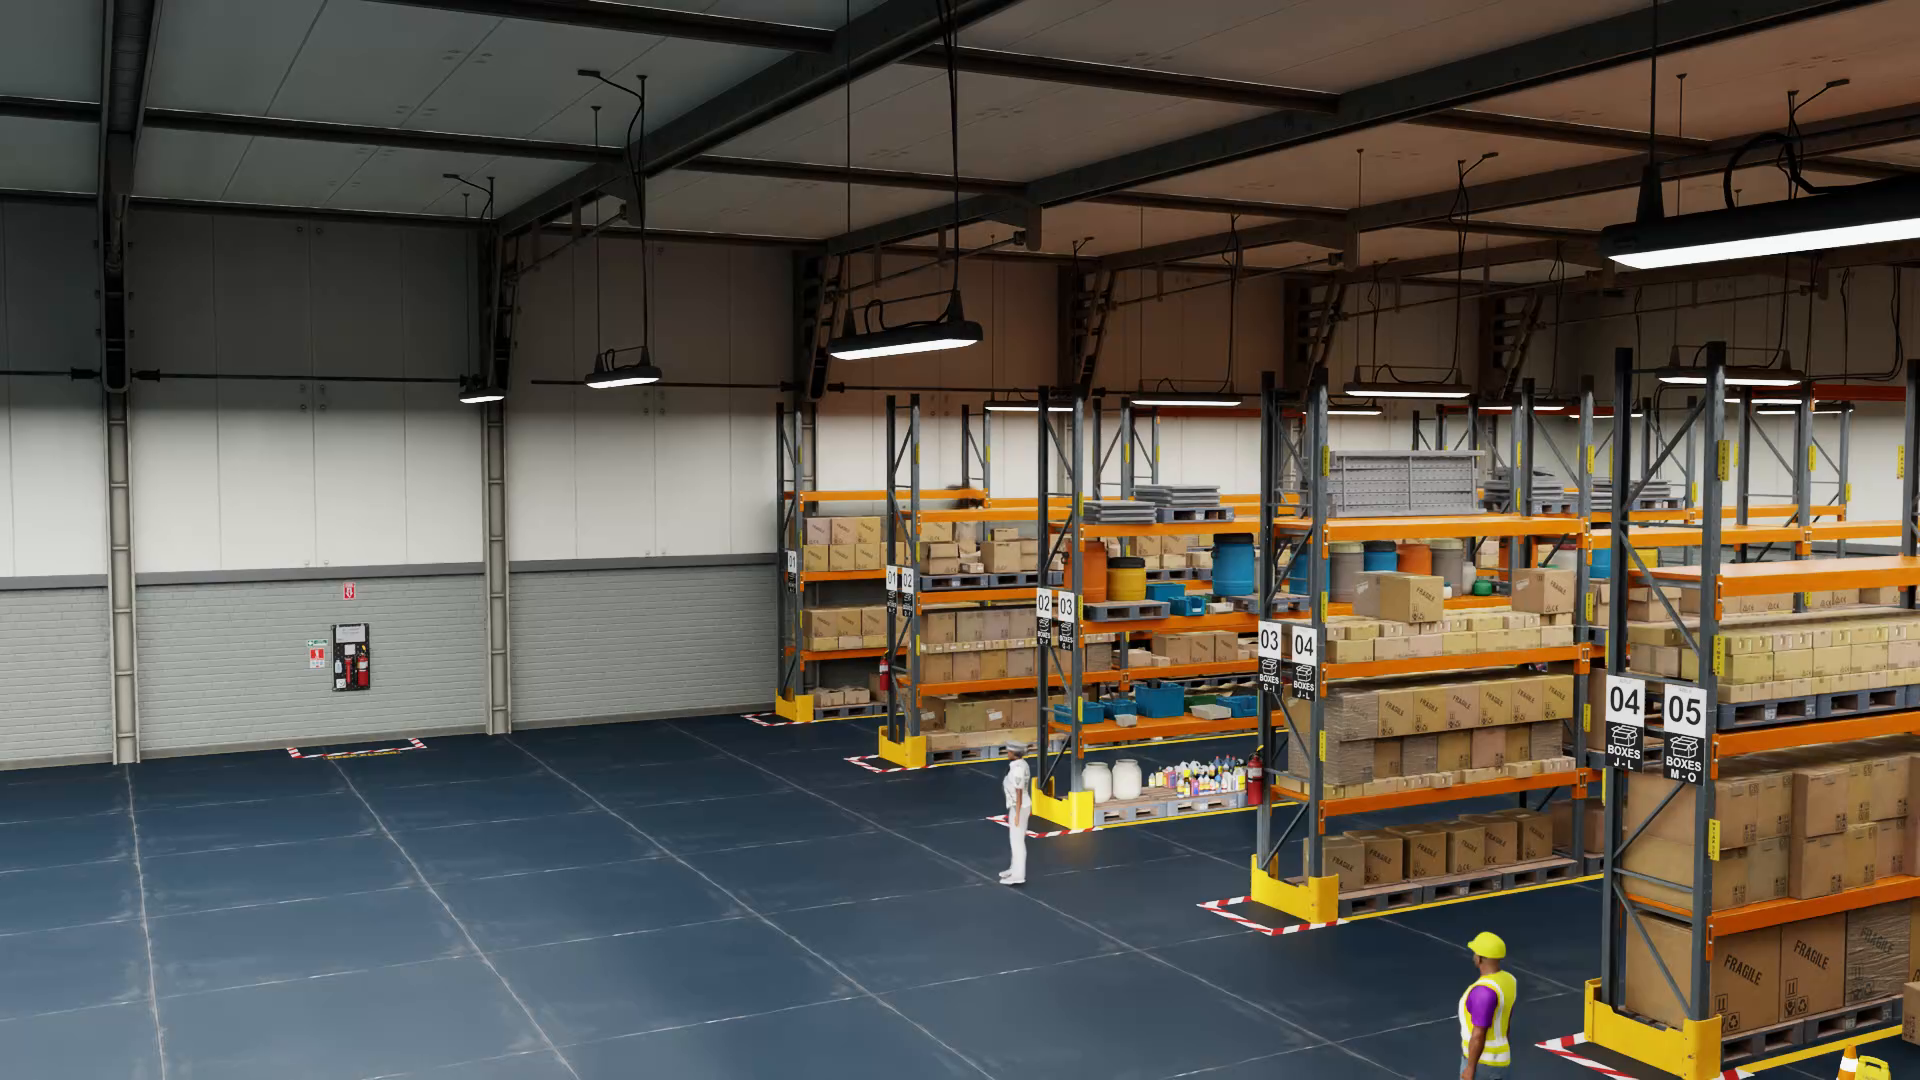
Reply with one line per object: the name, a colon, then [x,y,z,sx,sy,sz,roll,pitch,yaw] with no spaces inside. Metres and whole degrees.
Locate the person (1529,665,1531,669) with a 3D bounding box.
person: [10.174,2.530,30.602,0.975,1.729,0.630,-1,3,-21]

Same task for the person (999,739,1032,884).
person: [0.658,3.205,19.741,0.396,1.673,0.502,0,3,4]

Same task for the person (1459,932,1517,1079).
person: [3.686,3.613,11.592,0.597,1.759,0.517,0,3,8]
